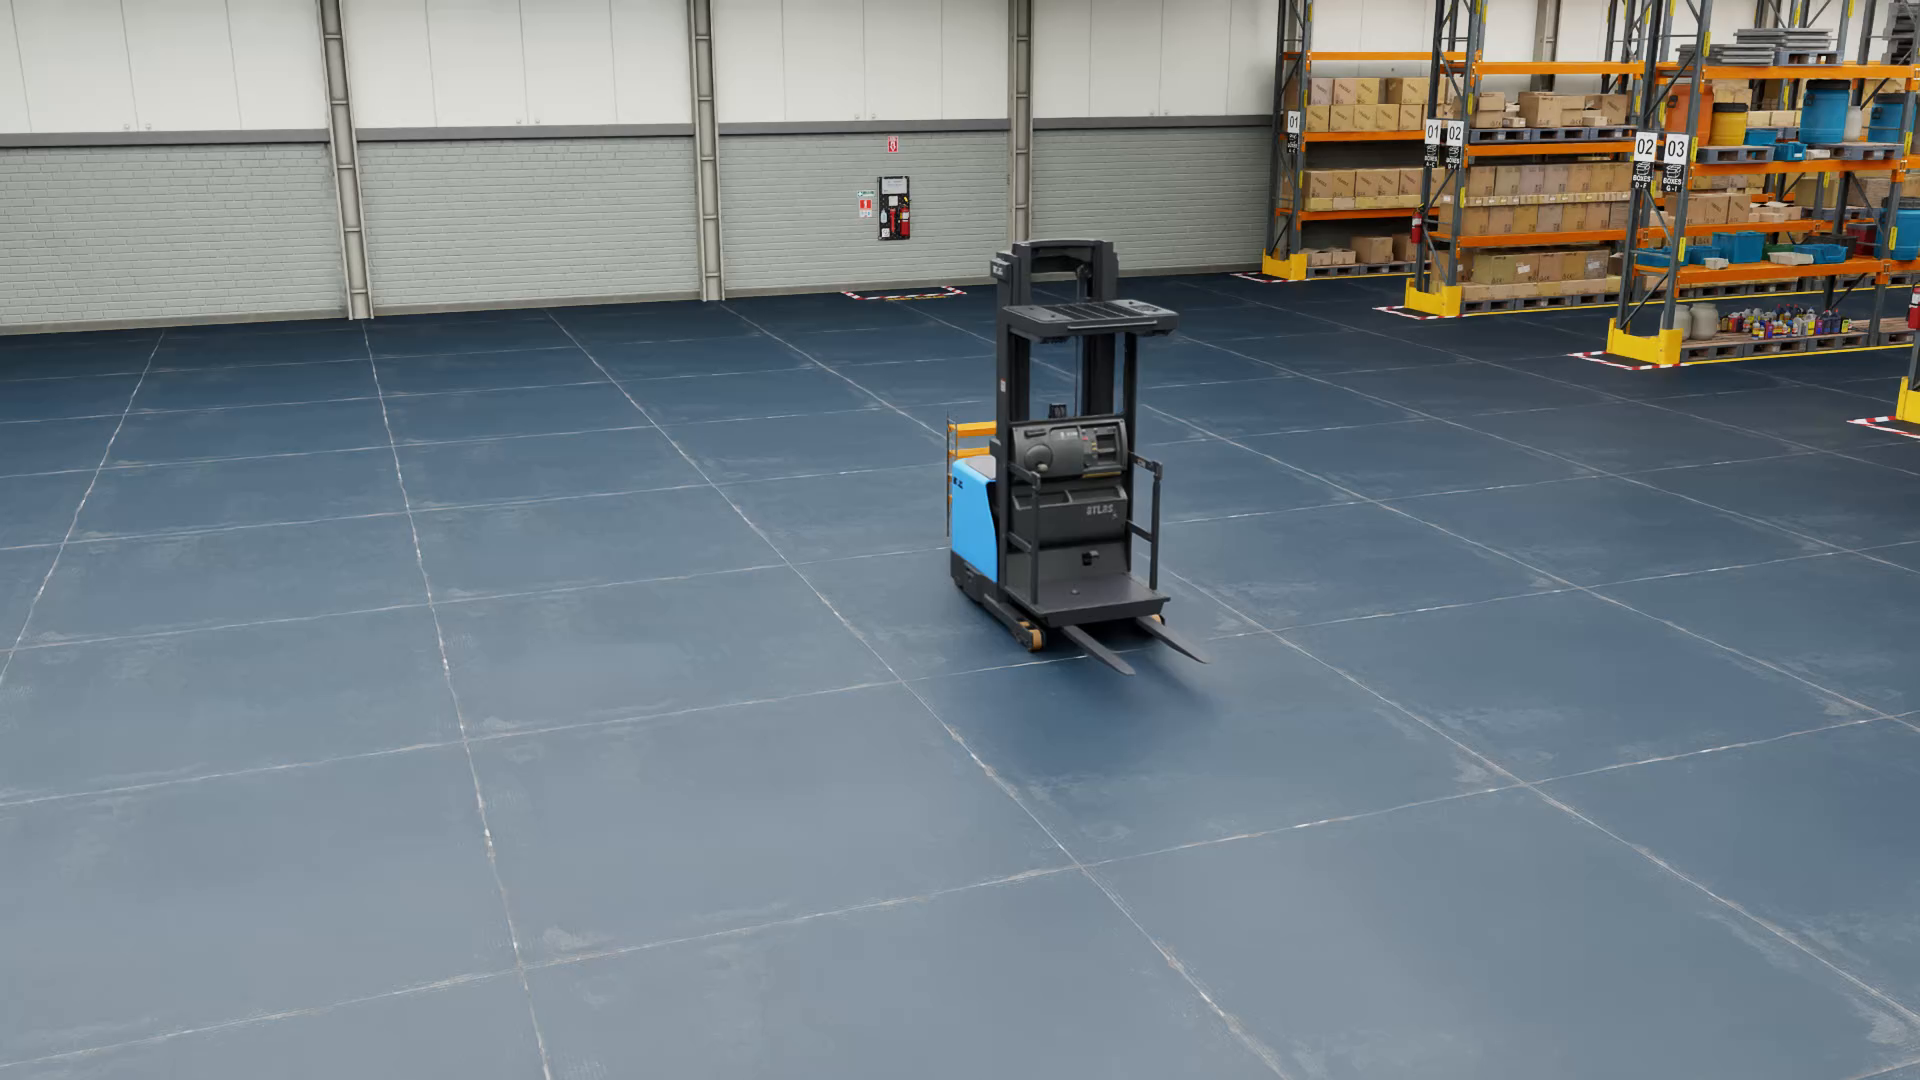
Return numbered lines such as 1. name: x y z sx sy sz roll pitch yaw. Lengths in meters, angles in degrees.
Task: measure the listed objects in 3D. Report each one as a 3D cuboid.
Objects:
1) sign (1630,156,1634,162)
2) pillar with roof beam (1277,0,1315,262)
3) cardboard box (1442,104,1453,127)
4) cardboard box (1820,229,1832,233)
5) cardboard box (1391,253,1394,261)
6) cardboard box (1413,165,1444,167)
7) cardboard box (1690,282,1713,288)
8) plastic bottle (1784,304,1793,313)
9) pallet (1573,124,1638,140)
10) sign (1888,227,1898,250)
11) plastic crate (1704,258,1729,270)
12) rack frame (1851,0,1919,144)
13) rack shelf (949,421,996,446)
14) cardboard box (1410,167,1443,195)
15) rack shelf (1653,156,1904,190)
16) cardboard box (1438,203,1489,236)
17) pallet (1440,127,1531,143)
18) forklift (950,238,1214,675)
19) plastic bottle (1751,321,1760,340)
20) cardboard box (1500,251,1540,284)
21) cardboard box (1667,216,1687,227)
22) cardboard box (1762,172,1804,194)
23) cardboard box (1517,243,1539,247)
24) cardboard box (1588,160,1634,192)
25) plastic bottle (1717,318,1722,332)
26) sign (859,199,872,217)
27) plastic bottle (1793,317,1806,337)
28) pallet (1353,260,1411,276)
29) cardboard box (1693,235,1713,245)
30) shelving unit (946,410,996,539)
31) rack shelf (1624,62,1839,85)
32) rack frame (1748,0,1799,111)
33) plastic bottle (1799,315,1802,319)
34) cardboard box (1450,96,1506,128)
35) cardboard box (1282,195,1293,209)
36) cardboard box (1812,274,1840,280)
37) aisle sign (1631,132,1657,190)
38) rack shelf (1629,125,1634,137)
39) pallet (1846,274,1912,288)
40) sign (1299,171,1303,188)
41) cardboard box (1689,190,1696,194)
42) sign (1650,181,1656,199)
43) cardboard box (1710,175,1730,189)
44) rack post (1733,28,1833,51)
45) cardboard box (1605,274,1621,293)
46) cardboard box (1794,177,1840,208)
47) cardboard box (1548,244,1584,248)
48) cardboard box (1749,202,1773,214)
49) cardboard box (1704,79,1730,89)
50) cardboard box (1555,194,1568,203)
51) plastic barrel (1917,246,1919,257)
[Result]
1. sign: 14.060 -7.878 34.840 0.005 0.325 0.100 -6 17 -20
2. pillar with roof beam: 8.271 -8.740 29.042 0.400 9.000 9.100 -6 17 -20
3. cardboard box: 9.736 -8.480 33.267 0.500 0.500 0.500 -6 17 -19
4. cardboard box: 19.277 -7.057 37.650 0.500 0.500 0.700 -6 17 -19
5. cardboard box: 8.621 -5.787 33.910 0.250 0.149 0.380 -8 18 -25
6. cardboard box: 9.608 -7.404 34.040 0.500 0.500 0.500 -7 18 -21
7. cardboard box: 13.324 -4.758 30.264 0.500 0.250 0.500 -7 18 -22
8. plastic bottle: 12.765 -3.461 25.632 0.185 0.351 0.144 -6 17 -19
9. pallet: 11.111 -7.100 28.939 1.213 0.211 1.003 -6 17 -20
10. sign: 13.853 -4.480 24.690 0.005 0.325 0.100 -6 17 -20
11. plastic crate: 10.882 -3.969 23.908 0.250 0.136 0.298 -6 17 -20
12. rack frame: 13.667 -7.371 24.380 0.127 3.000 1.000 -6 17 -20
13. rack shelf: 0.155 -0.969 15.027 0.480 0.148 0.258 -6 17 -20
14. cardboard box: 9.327 -7.216 33.399 0.500 0.500 0.500 -6 17 -20
15. rack shelf: 11.799 -5.385 24.218 4.000 0.370 1.077 -6 17 -20
16. cardboard box: 8.603 -5.485 28.426 0.500 0.500 0.700 -6 17 -20
17. pallet: 8.832 -6.854 28.101 1.213 0.211 1.003 -6 17 -20
18. forklift: 0.917 -0.707 12.454 1.130 2.935 3.031 -6 17 -20
19. plastic bottle: 11.736 -3.092 24.518 0.097 0.271 0.097 0 16 0
20. cardboard box: 9.672 -4.735 28.856 0.500 0.500 0.500 -6 17 -20
21. cardboard box: 12.798 -5.711 29.821 0.250 0.149 0.380 -6 17 -20
22. cardboard box: 18.104 -8.100 36.978 0.700 0.700 0.980 -6 17 -19
23. cardboard box: 11.759 -6.296 35.021 0.500 0.500 0.700 -6 17 -19
24. cardboard box: 11.486 -6.420 29.310 0.500 0.500 0.700 -6 17 -20
25. plastic bottle: 11.490 -3.258 25.208 0.097 0.201 0.097 0 16 0
26. sign: -1.746 -6.139 30.767 0.234 0.329 0.001 -6 17 -20
27. plastic bottle: 12.535 -3.189 24.839 0.135 0.276 0.152 -6 17 -19
28. pallet: 8.366 -5.560 33.810 1.213 0.211 1.003 -6 17 -20
29. cardboard box: 16.203 -6.886 36.445 0.750 0.750 0.750 -6 17 -18
30. shelving unit: 0.155 -0.592 15.138 0.503 1.200 0.258 -6 17 -20
31. rack shelf: 13.765 -8.339 29.664 4.000 0.370 1.077 -6 17 -20
32. rack frame: 17.592 -10.784 36.003 0.127 3.000 1.000 -6 17 -20
33. plastic bottle: 12.627 -3.232 24.973 0.133 0.283 0.061 -6 17 -20
34. cardboard box: 8.701 -7.207 27.969 0.637 0.503 0.797 -5 17 -16
35. cardboard box: 6.754 -6.732 33.081 0.500 0.250 0.500 -6 17 -19
36. cardboard box: 16.160 -5.182 31.229 0.500 0.500 0.500 -5 17 -18
37. aisle sign: 9.758 -5.408 23.728 0.004 0.787 0.394 -6 17 -20
38. rack shelf: 11.989 -8.395 34.467 4.000 0.370 1.077 -6 17 -20
39. pallet: 17.481 -5.049 32.069 1.213 0.211 1.003 -6 17 -20
40. sign: 6.581 -6.969 32.121 0.005 0.325 0.100 -6 17 -20
41. cardboard box: 15.676 -7.521 35.950 0.250 0.149 0.380 -6 17 -20
42. sign: 12.098 -6.104 29.035 0.005 0.325 0.100 -6 17 -20
43. cardboard box: 16.306 -7.891 36.057 0.500 0.500 0.500 -6 17 -20
44. rack post: 11.730 -7.135 23.711 0.954 0.300 0.937 -7 18 -21
45. cardboard box: 11.543 -4.574 29.638 0.500 0.250 0.500 -6 17 -20
46. cardboard box: 16.181 -6.542 31.282 0.500 0.500 0.700 -13 21 -38
47. cardboard box: 10.889 -5.022 29.830 0.500 0.500 0.500 -6 17 -20
48. cardboard box: 14.728 -6.118 30.917 0.500 0.311 0.500 -6 18 -21
49. cardboard box: 16.213 -9.850 35.857 0.500 0.250 0.500 -7 18 -22
50. cardboard box: 10.287 -5.917 28.746 0.250 0.149 0.380 -6 17 -18
51. plastic barrel: 14.639 -4.597 25.339 0.433 0.535 0.433 0 16 0
